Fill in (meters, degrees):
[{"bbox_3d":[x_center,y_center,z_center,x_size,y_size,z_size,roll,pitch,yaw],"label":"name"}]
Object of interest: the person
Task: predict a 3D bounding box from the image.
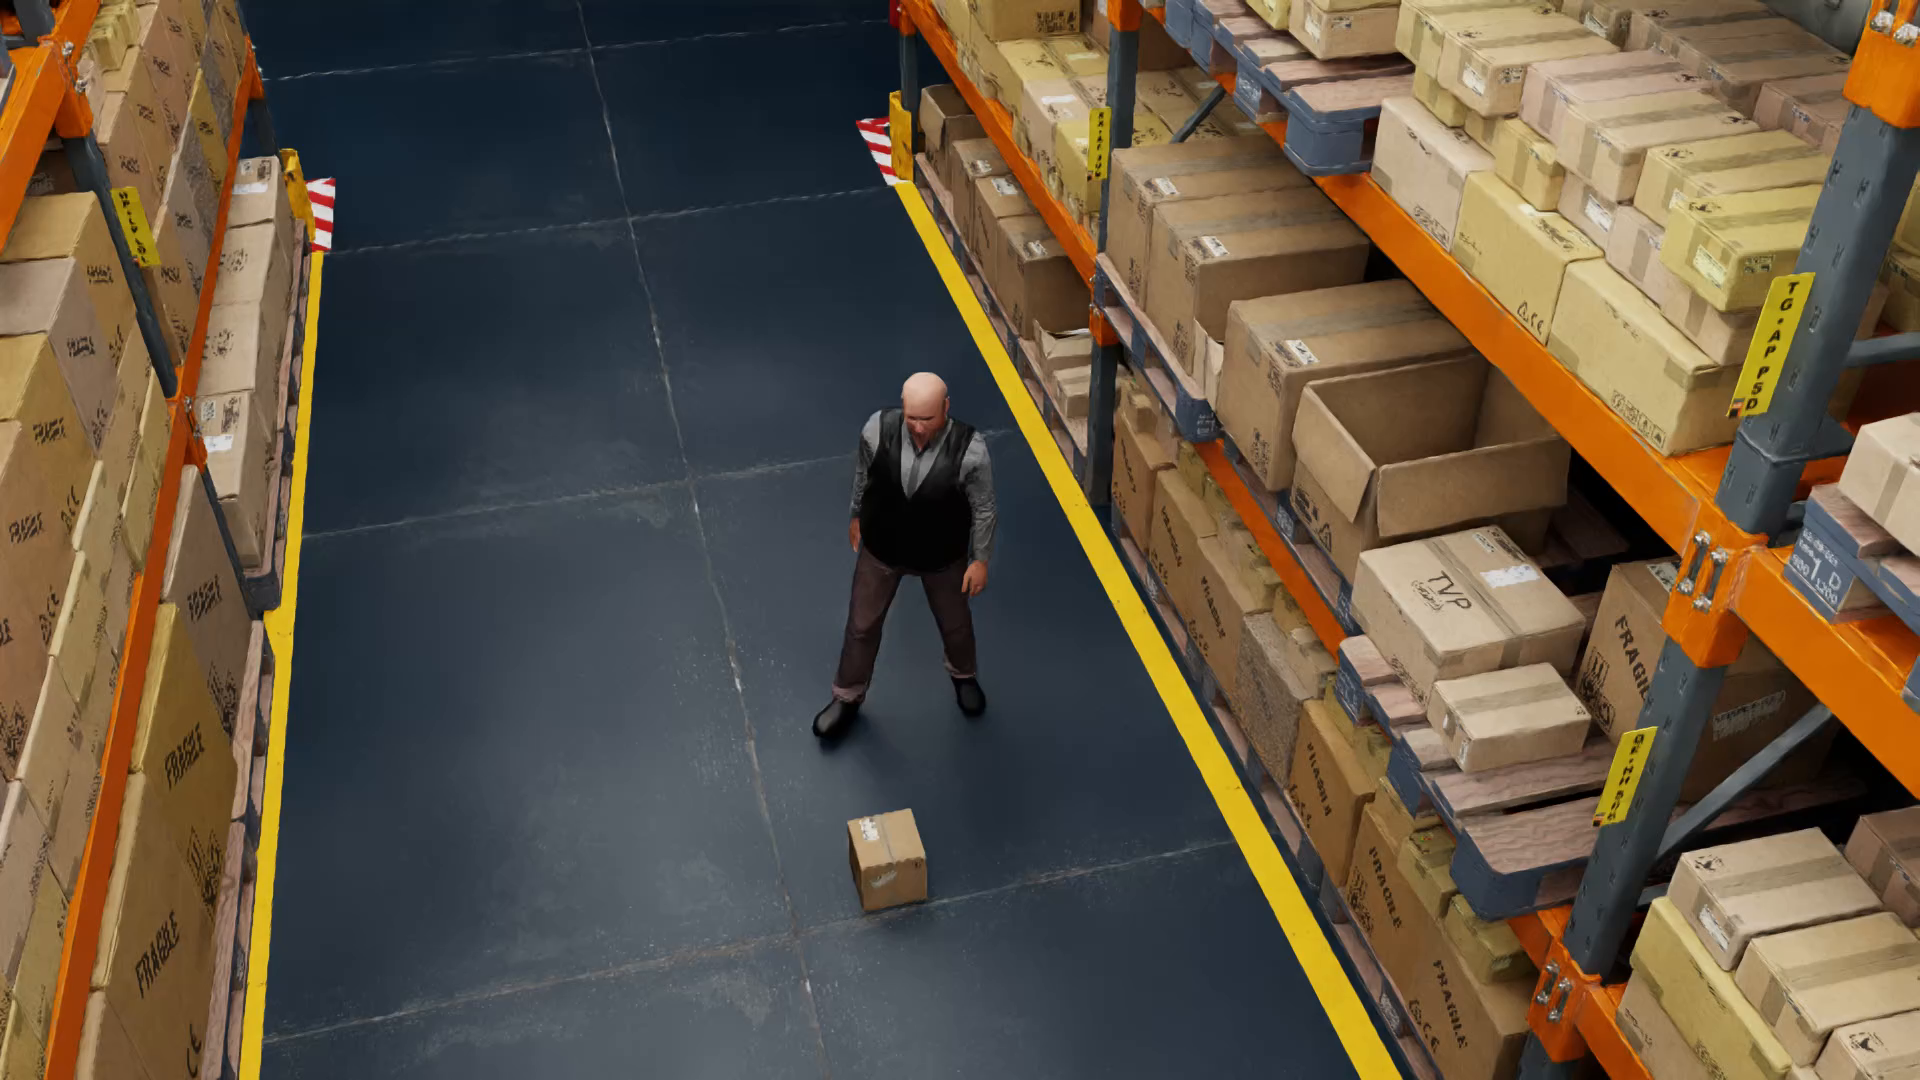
[{"bbox_3d":[-0.218,0.056,6.636,0.714,1.706,0.626,9,39,12],"label":"person"}]
